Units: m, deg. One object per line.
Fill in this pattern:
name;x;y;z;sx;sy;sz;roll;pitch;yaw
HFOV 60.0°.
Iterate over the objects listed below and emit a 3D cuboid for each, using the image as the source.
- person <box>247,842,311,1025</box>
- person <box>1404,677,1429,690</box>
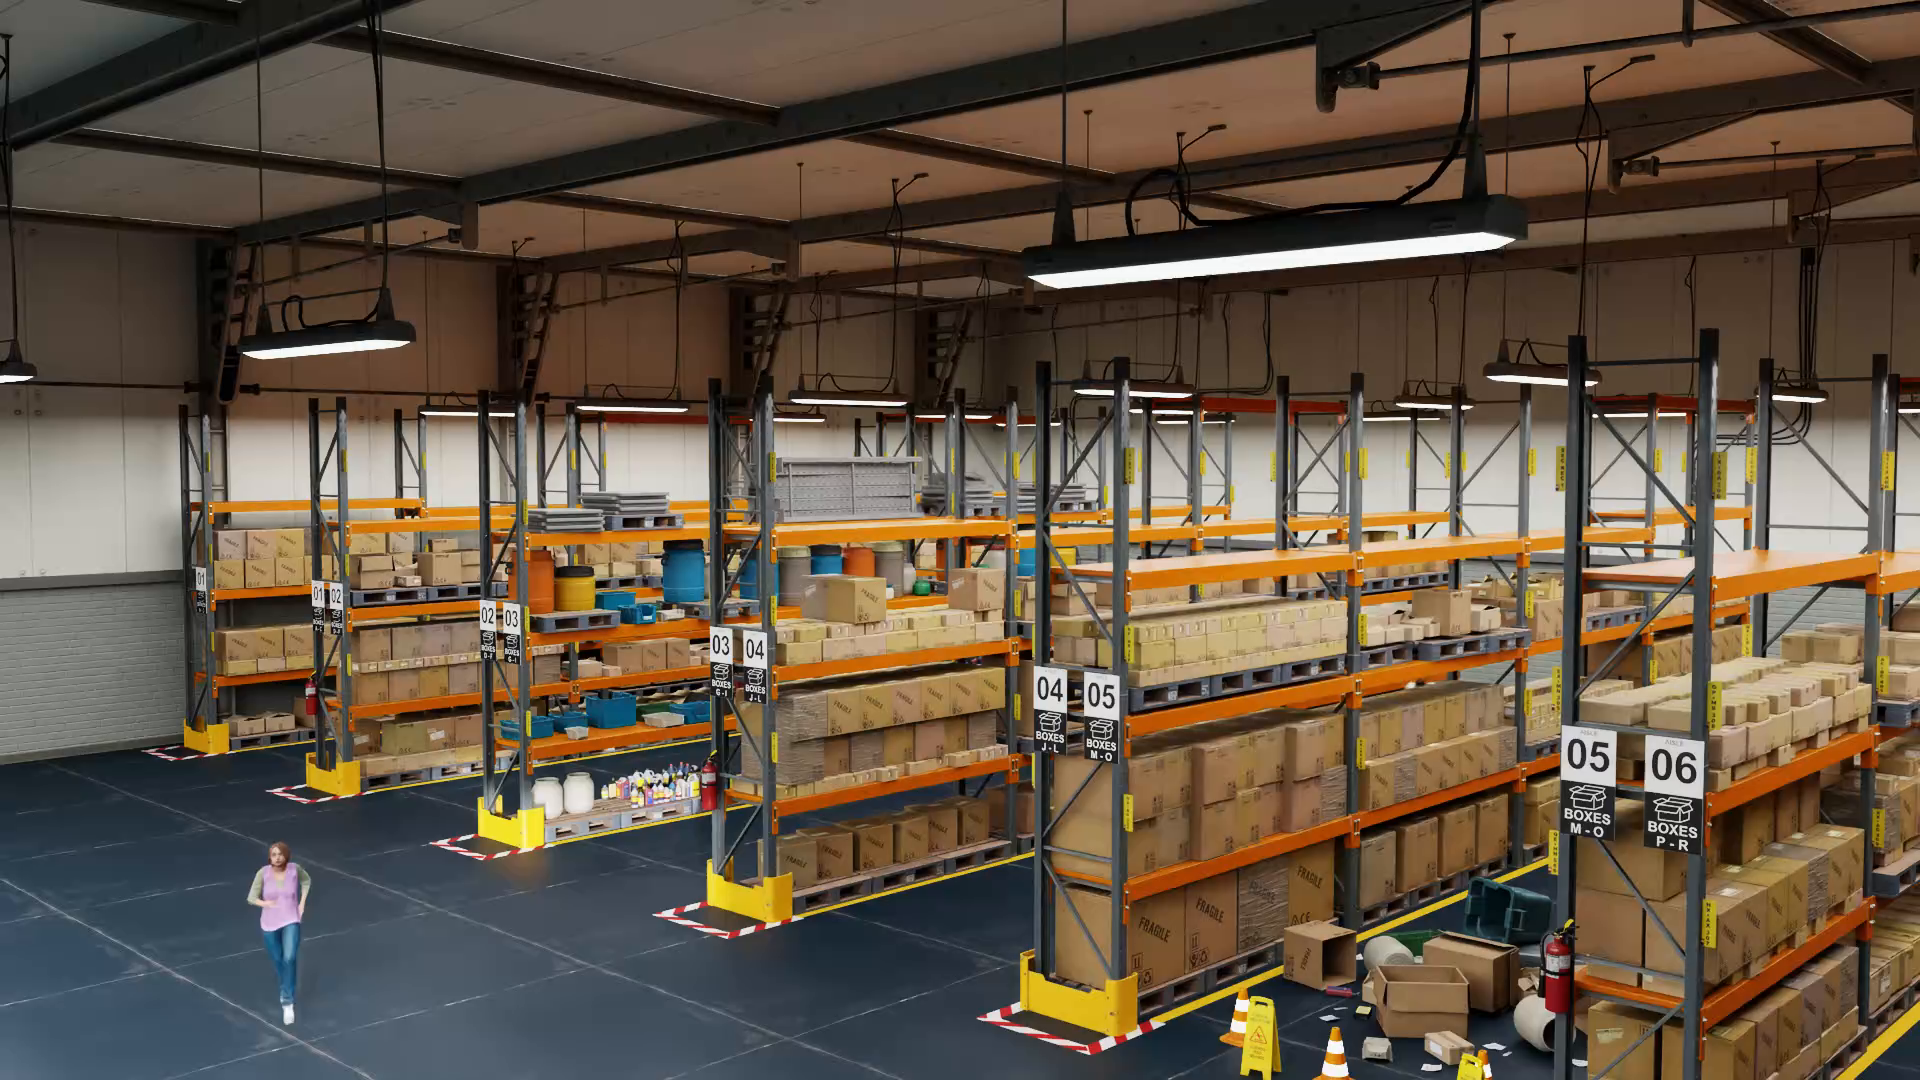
person;-6.269;3.570;15.335;0.512;1.638;0.807;-1;3;-13
person;7.291;2.894;26.393;0.670;1.783;0.859;2;4;38
